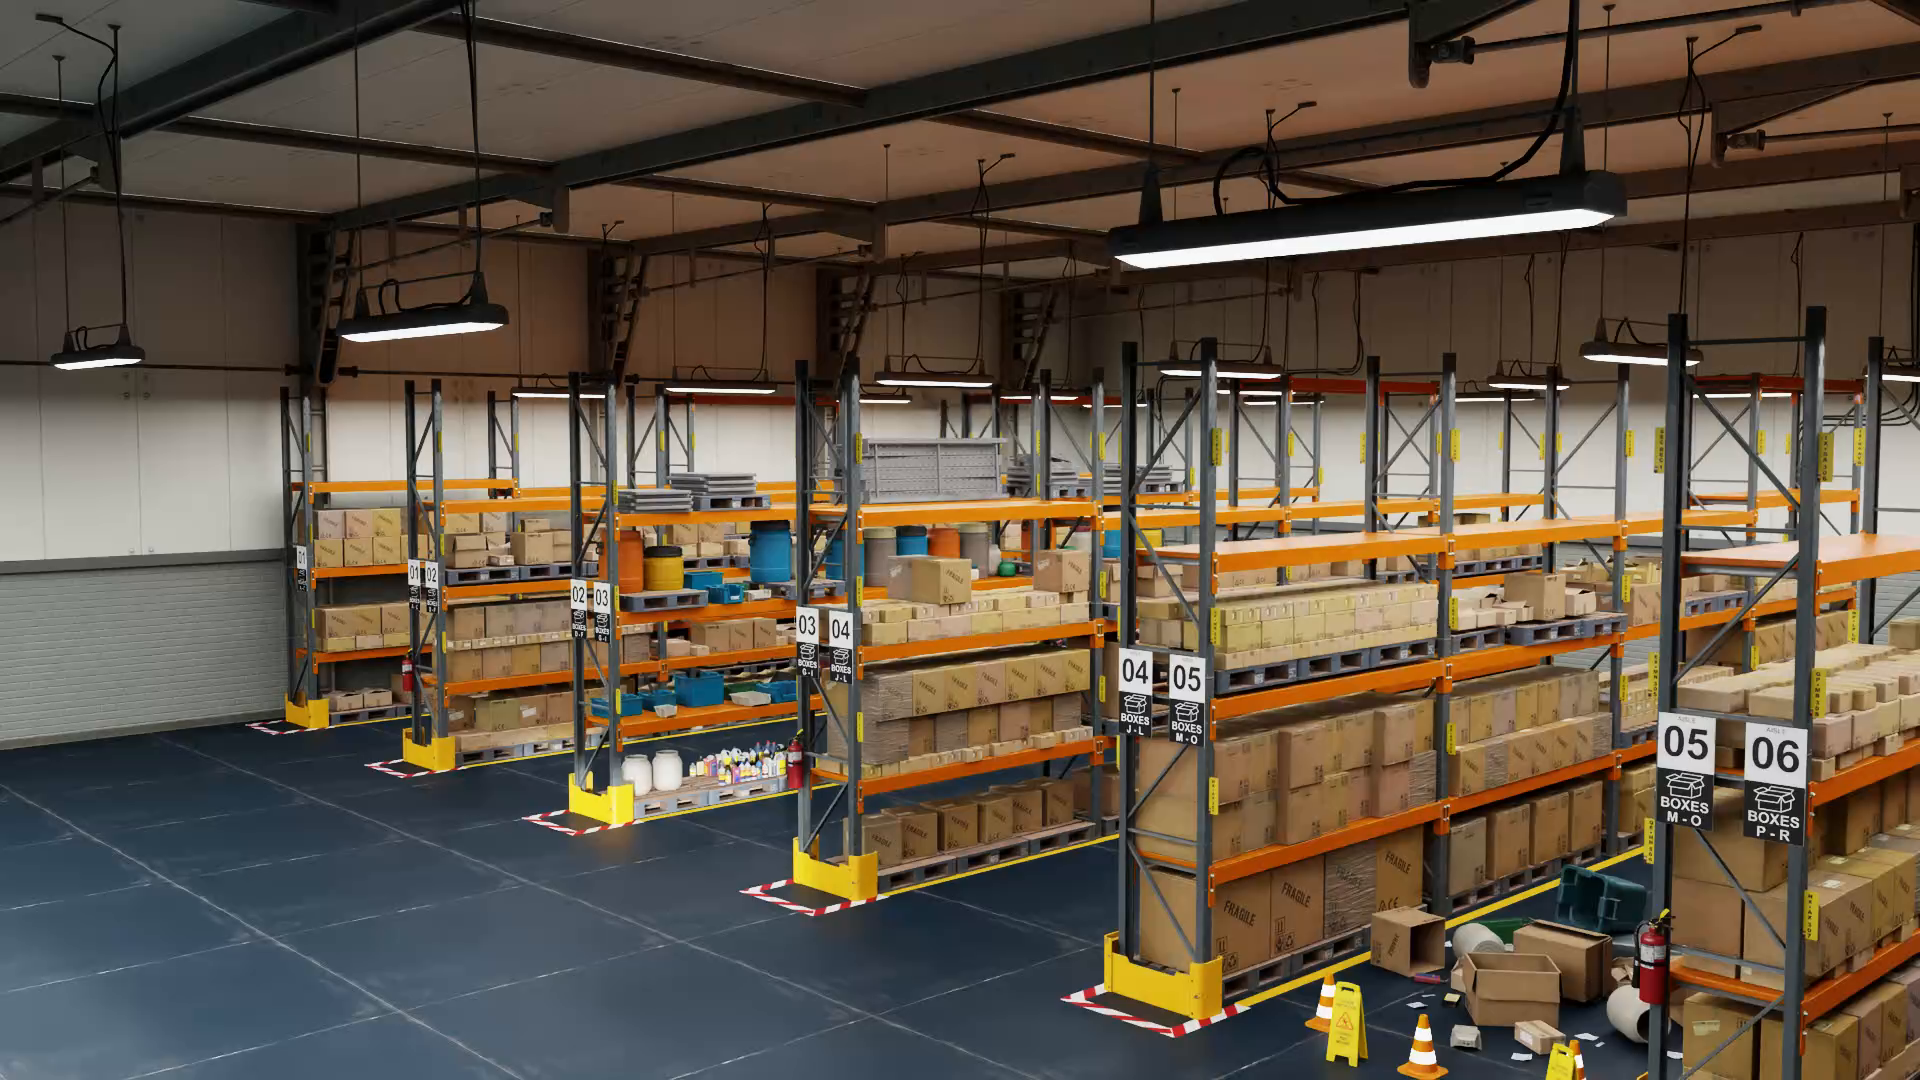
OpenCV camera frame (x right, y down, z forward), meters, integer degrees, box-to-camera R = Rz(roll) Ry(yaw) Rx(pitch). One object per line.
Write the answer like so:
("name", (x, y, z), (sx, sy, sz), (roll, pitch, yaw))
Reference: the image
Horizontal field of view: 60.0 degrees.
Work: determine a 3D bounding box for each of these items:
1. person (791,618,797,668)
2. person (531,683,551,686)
("person", (-3.180, 2.134, 33.920), (0.657, 1.740, 0.597), (2, 4, 33))
("person", (-7.296, 2.470, 28.797), (0.640, 1.685, 0.636), (3, 5, 43))
